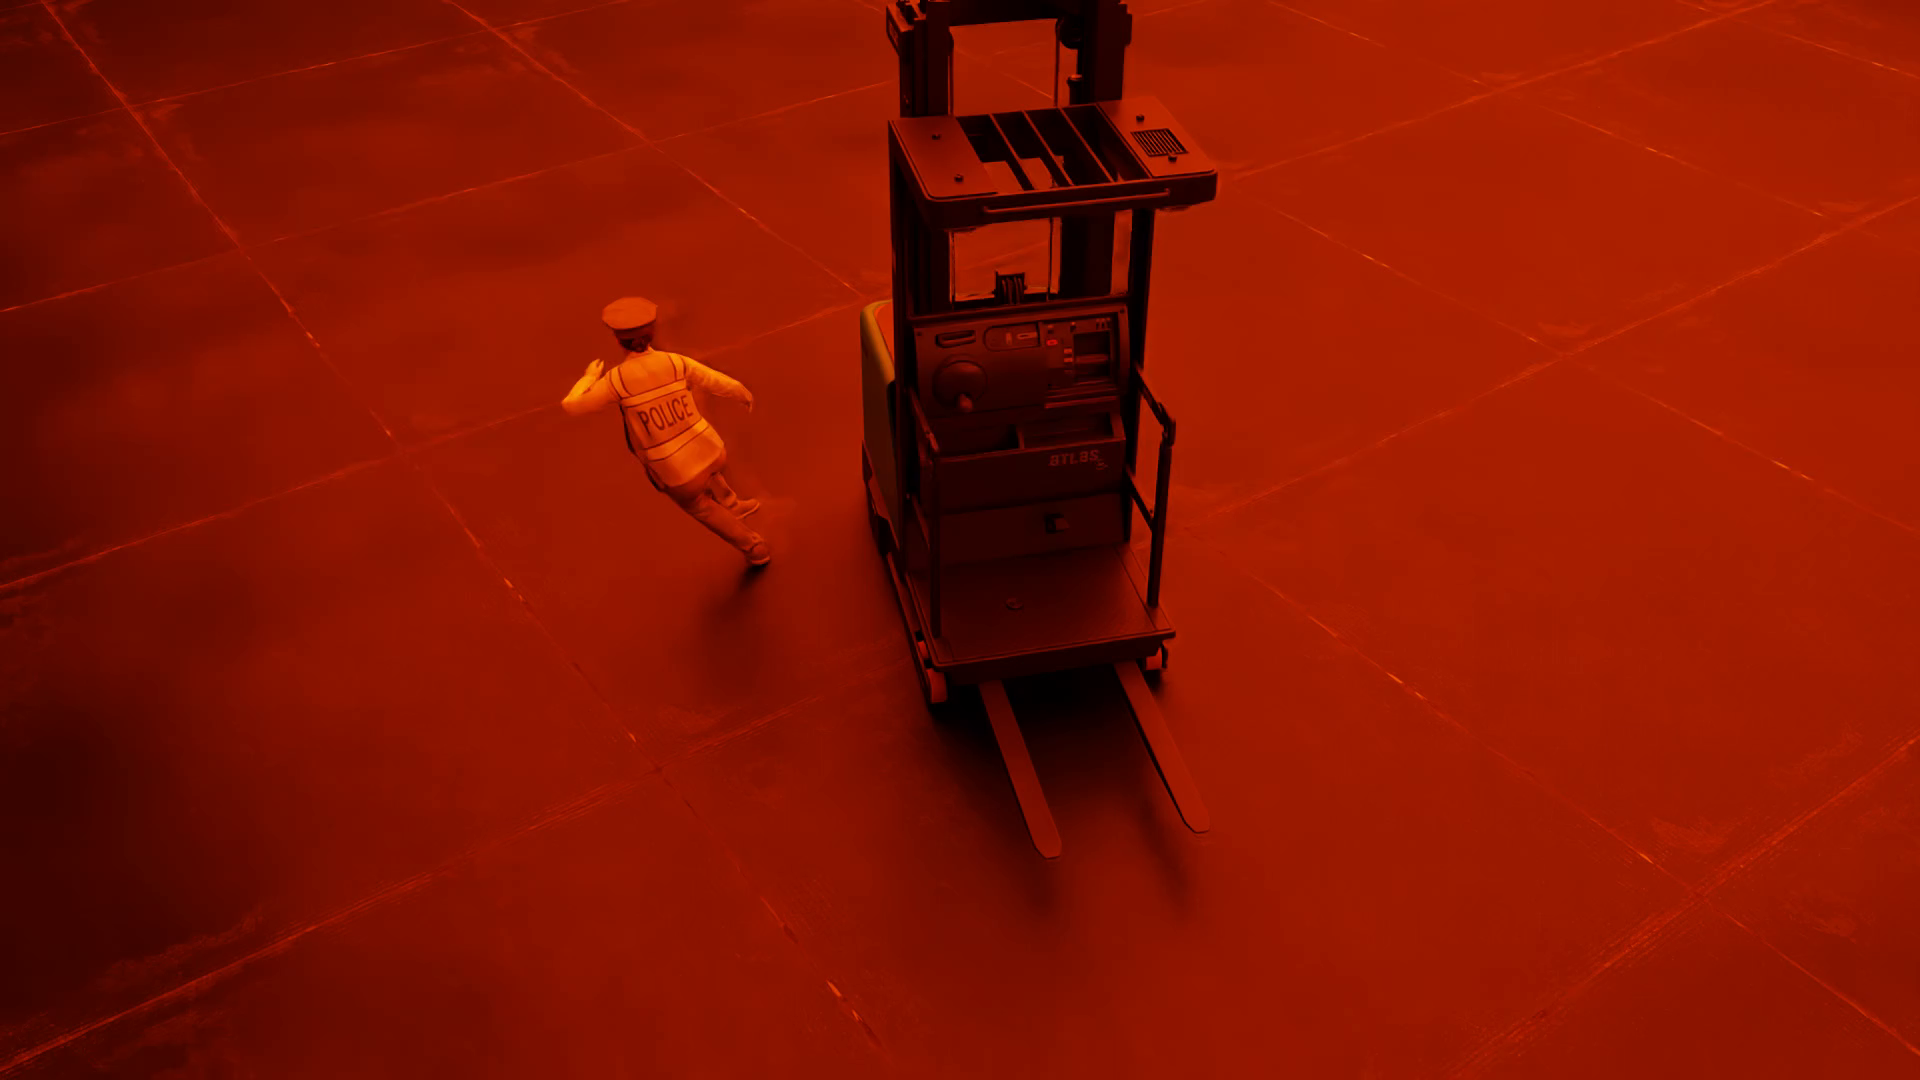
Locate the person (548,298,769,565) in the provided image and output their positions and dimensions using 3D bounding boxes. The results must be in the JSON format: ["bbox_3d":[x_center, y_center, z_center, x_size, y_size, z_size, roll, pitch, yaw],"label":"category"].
[{"bbox_3d":[-1.406,-0.482,7.867,0.908,1.437,0.821,-28,45,-32],"label":"person"}]

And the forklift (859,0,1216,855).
[{"bbox_3d":[0.311,-0.711,6.906,1.130,2.935,3.031,-8,37,-10],"label":"forklift"}]
